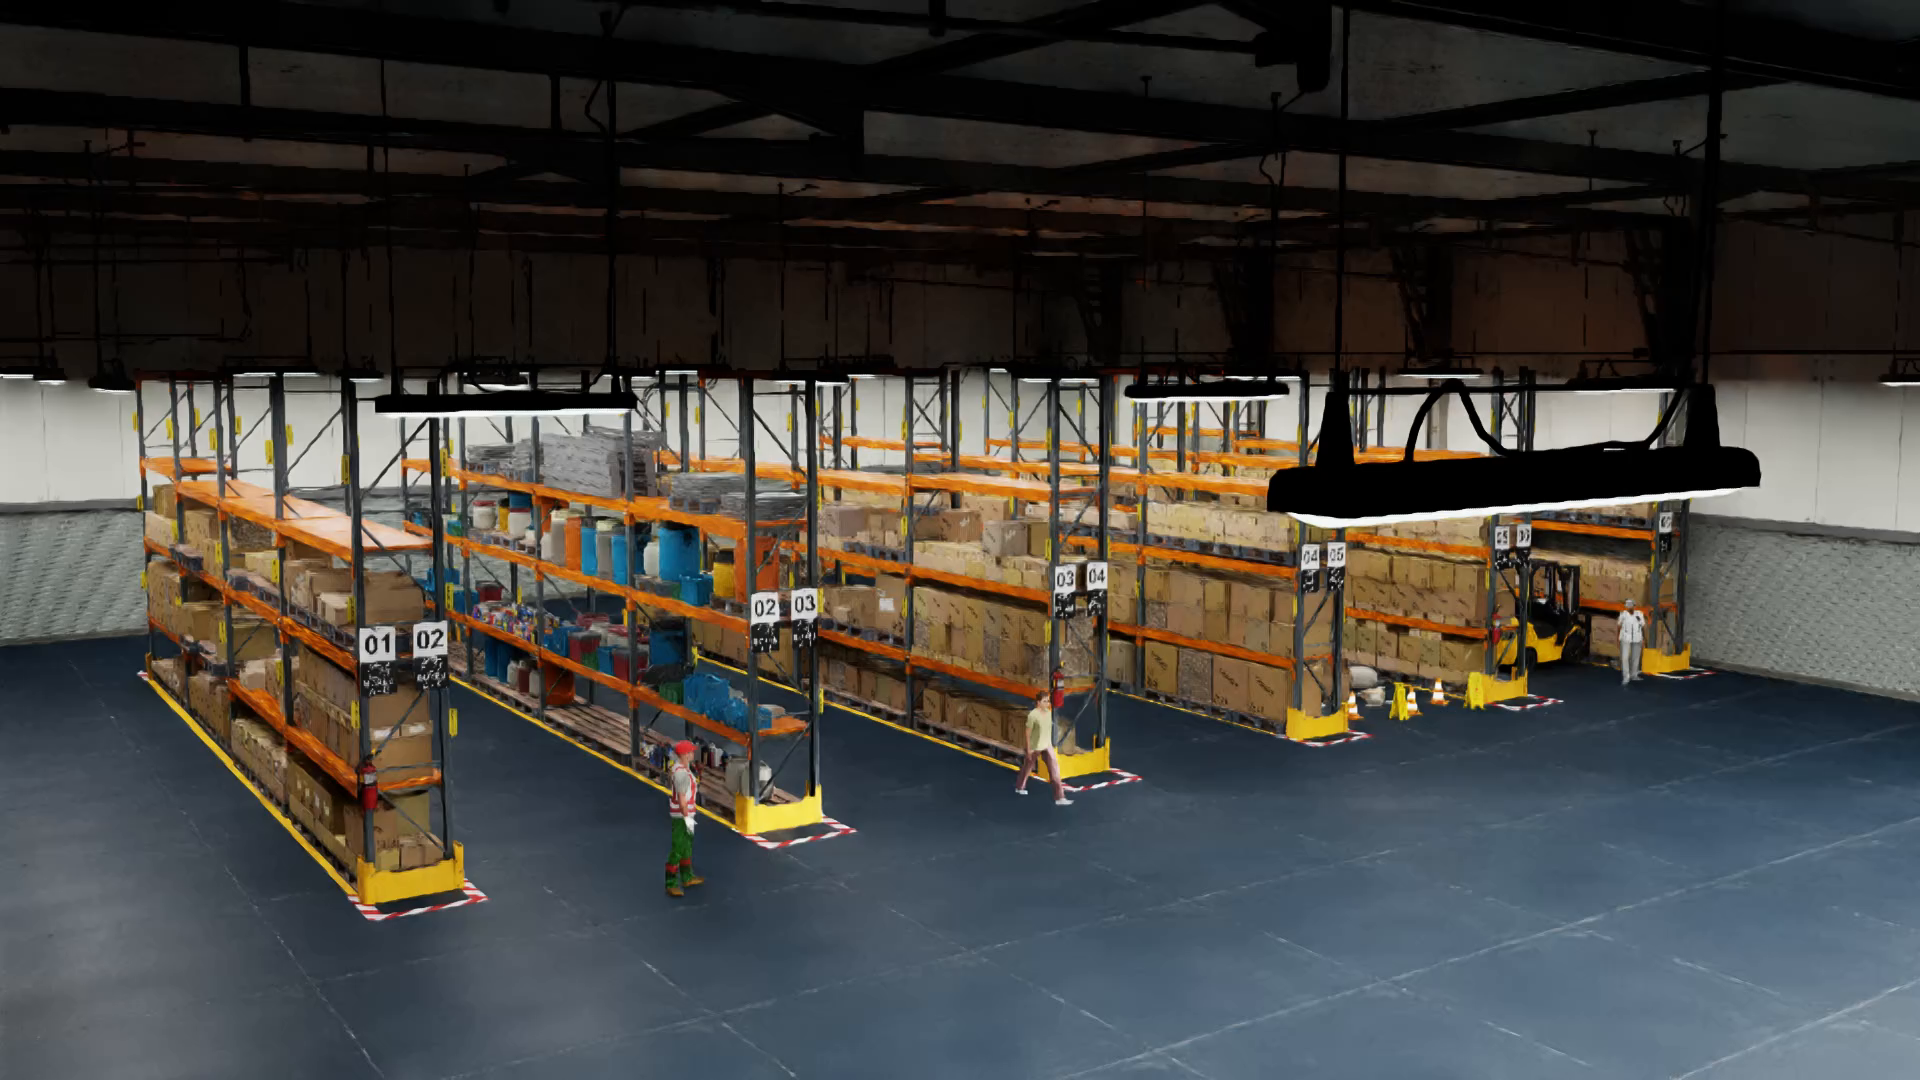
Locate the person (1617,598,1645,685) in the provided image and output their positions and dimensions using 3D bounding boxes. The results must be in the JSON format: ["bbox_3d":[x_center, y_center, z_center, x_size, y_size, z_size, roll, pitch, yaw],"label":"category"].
[{"bbox_3d":[12.878,1.922,31.896,0.531,1.650,0.576,2,7,14],"label":"person"}]

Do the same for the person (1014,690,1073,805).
[{"bbox_3d":[1.126,2.894,23.352,0.448,1.590,1.099,-4,8,-31],"label":"person"}]

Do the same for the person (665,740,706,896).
[{"bbox_3d":[-3.244,3.234,19.536,0.466,1.794,0.640,-1,7,-7],"label":"person"}]
